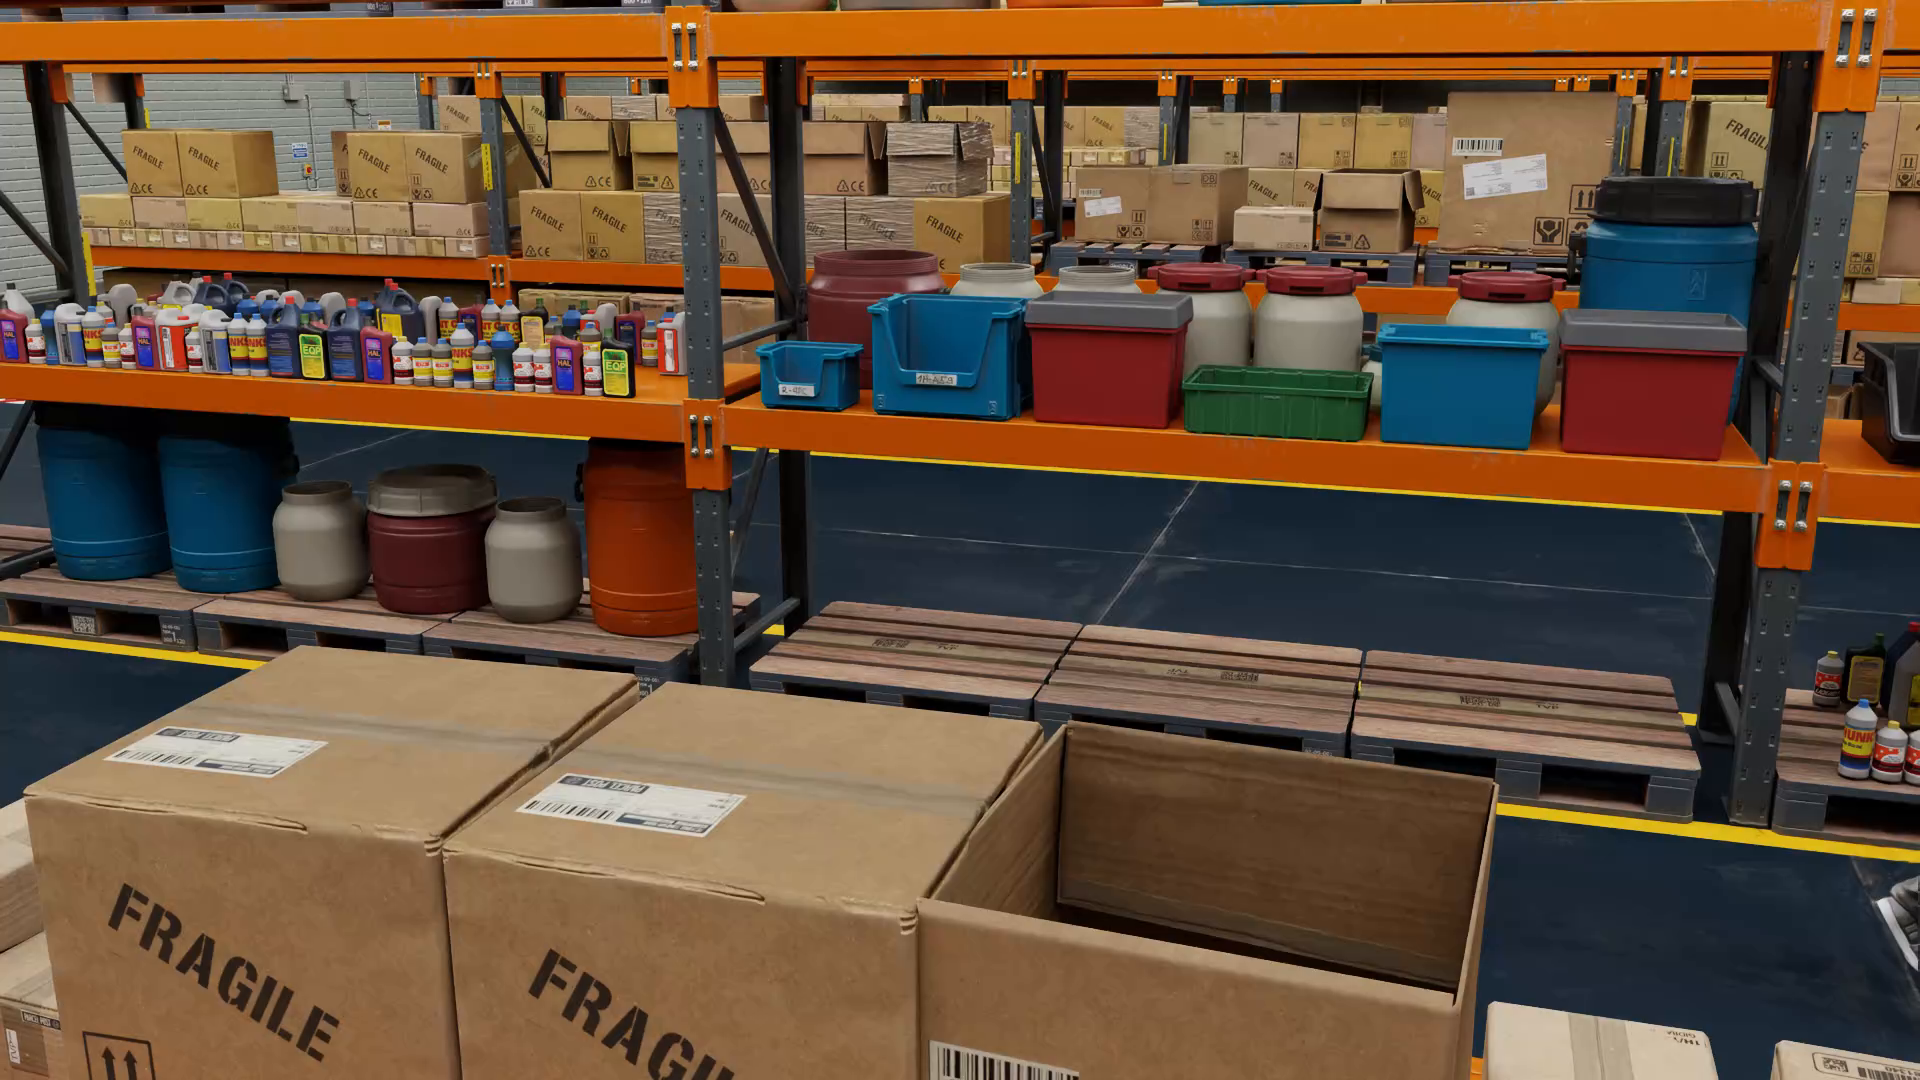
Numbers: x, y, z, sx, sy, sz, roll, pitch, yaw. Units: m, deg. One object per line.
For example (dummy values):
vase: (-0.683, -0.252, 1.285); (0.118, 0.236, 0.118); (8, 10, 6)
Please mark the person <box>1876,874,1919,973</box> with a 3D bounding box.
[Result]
person: (2.806, 0.558, 4.466); (0.462, 1.592, 0.449); (6, 16, 22)
